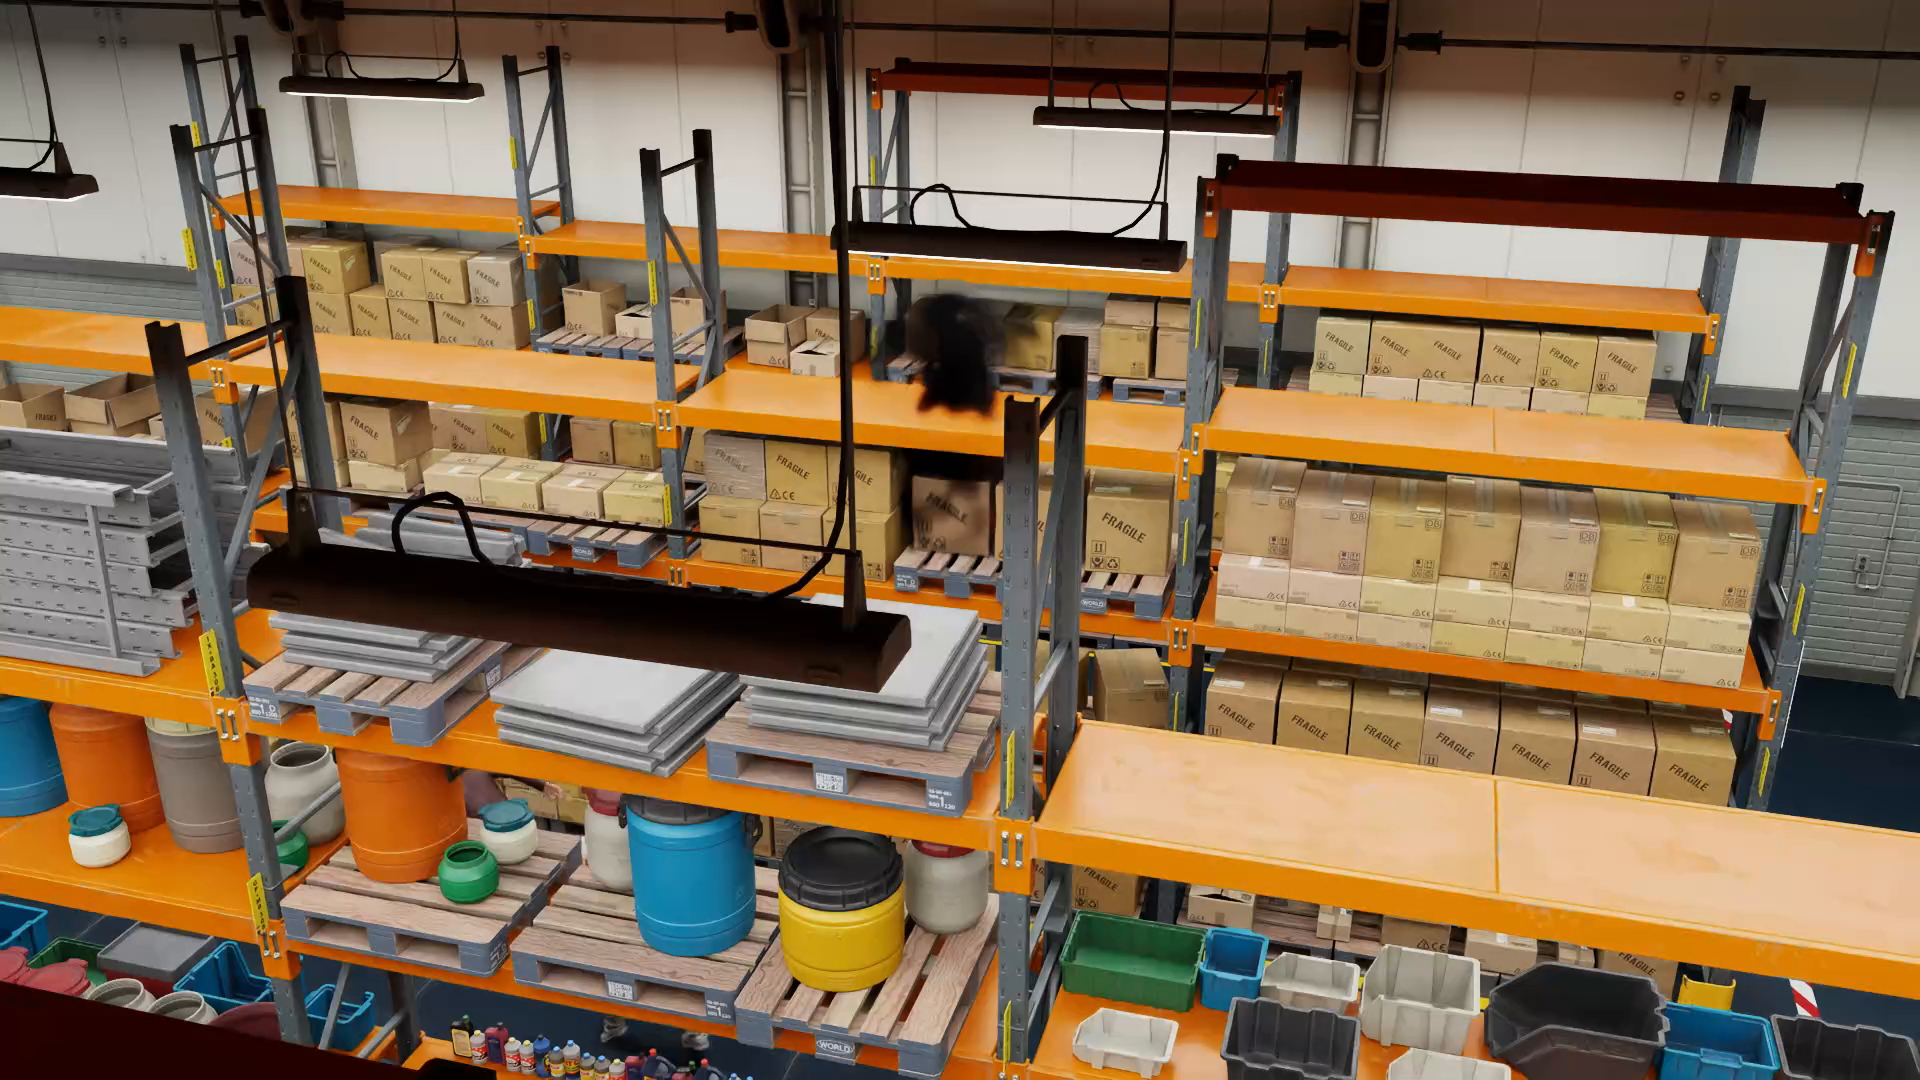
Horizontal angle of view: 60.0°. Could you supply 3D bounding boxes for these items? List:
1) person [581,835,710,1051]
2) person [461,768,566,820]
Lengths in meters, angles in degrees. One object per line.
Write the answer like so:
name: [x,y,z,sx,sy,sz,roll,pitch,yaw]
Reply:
person: [-2.253,2.907,11.644,1.014,1.736,0.733,9,24,22]
person: [-3.713,2.346,13.092,1.058,1.542,0.732,9,24,20]
